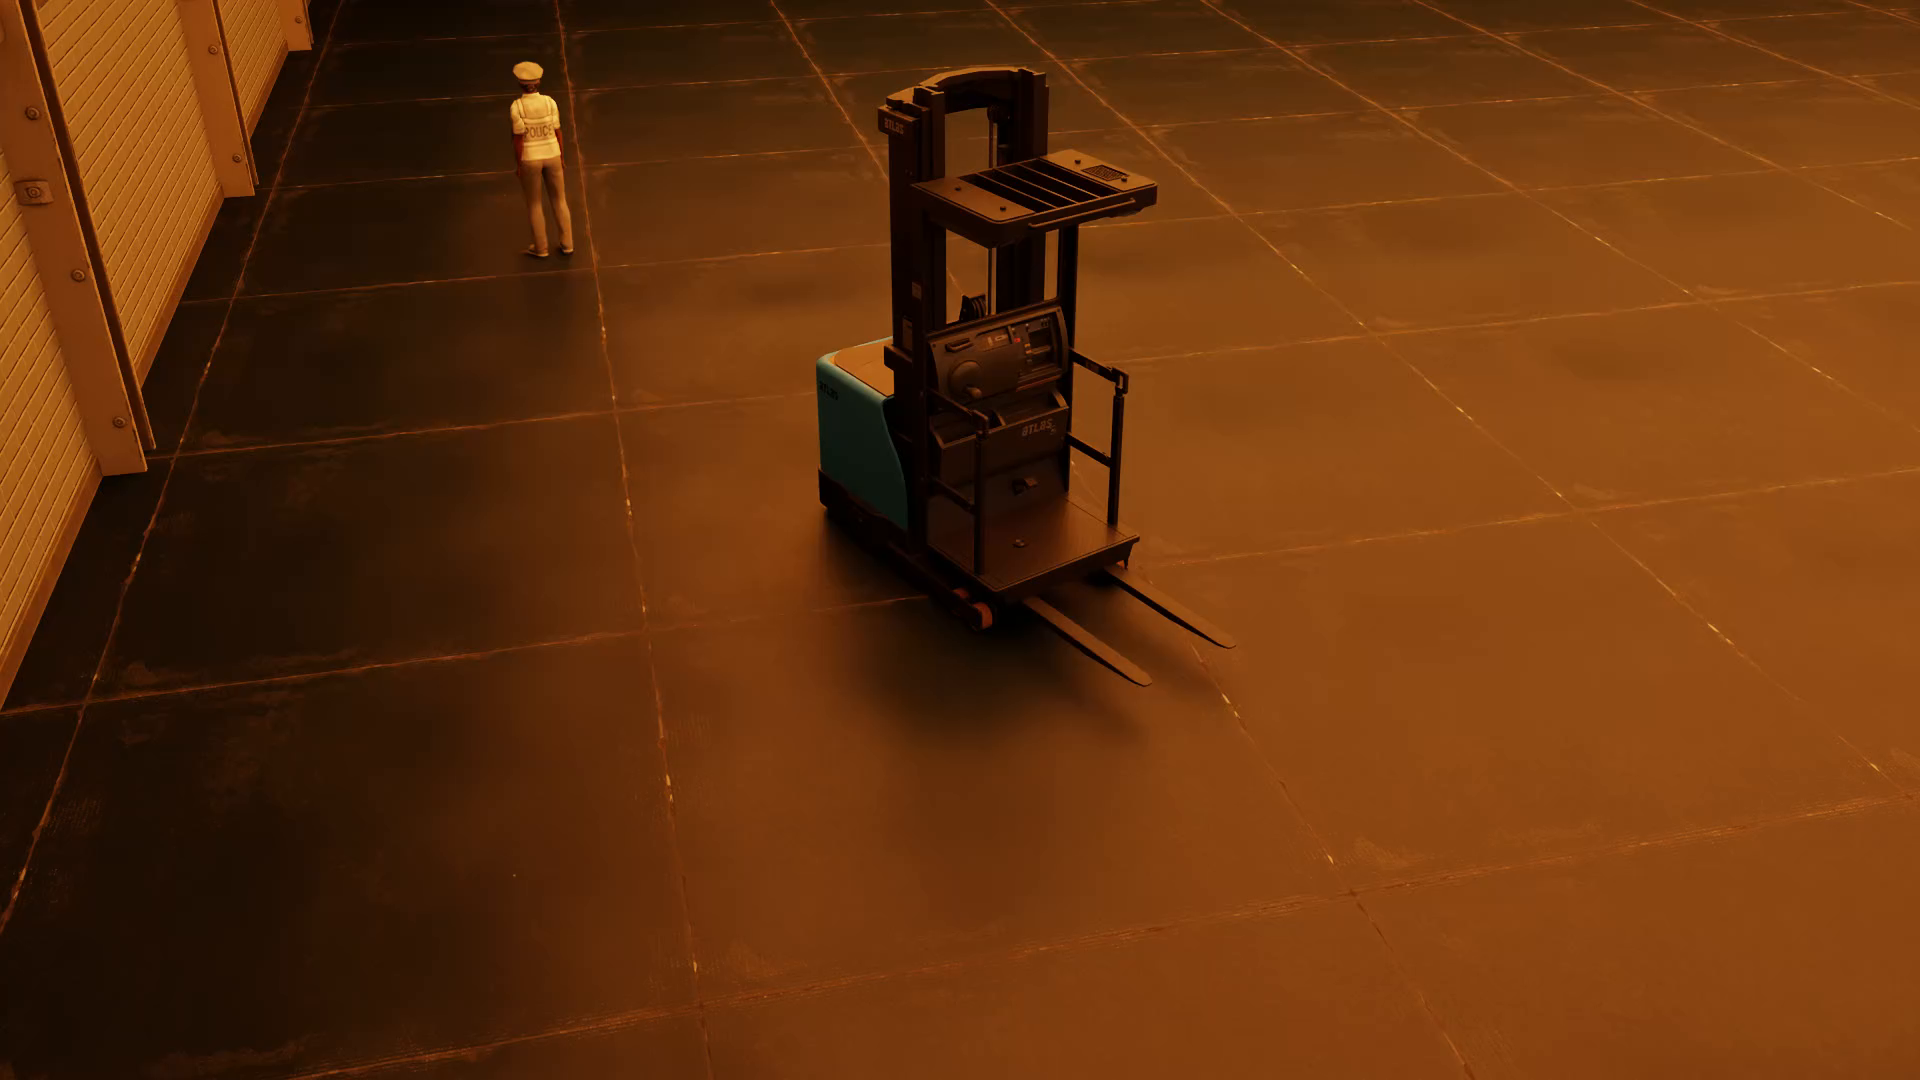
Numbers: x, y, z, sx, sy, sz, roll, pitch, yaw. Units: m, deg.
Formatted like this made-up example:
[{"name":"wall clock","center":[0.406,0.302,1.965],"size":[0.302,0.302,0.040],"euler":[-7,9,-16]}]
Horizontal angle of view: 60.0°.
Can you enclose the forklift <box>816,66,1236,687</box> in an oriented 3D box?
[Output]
[{"name":"forklift","center":[0.355,-1.021,9.338],"size":[1.130,2.935,3.031],"euler":[-20,35,-30]}]

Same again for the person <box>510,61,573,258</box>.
[{"name":"person","center":[-3.679,-3.320,14.557],"size":[0.444,1.686,0.337],"euler":[-16,33,-25]}]
